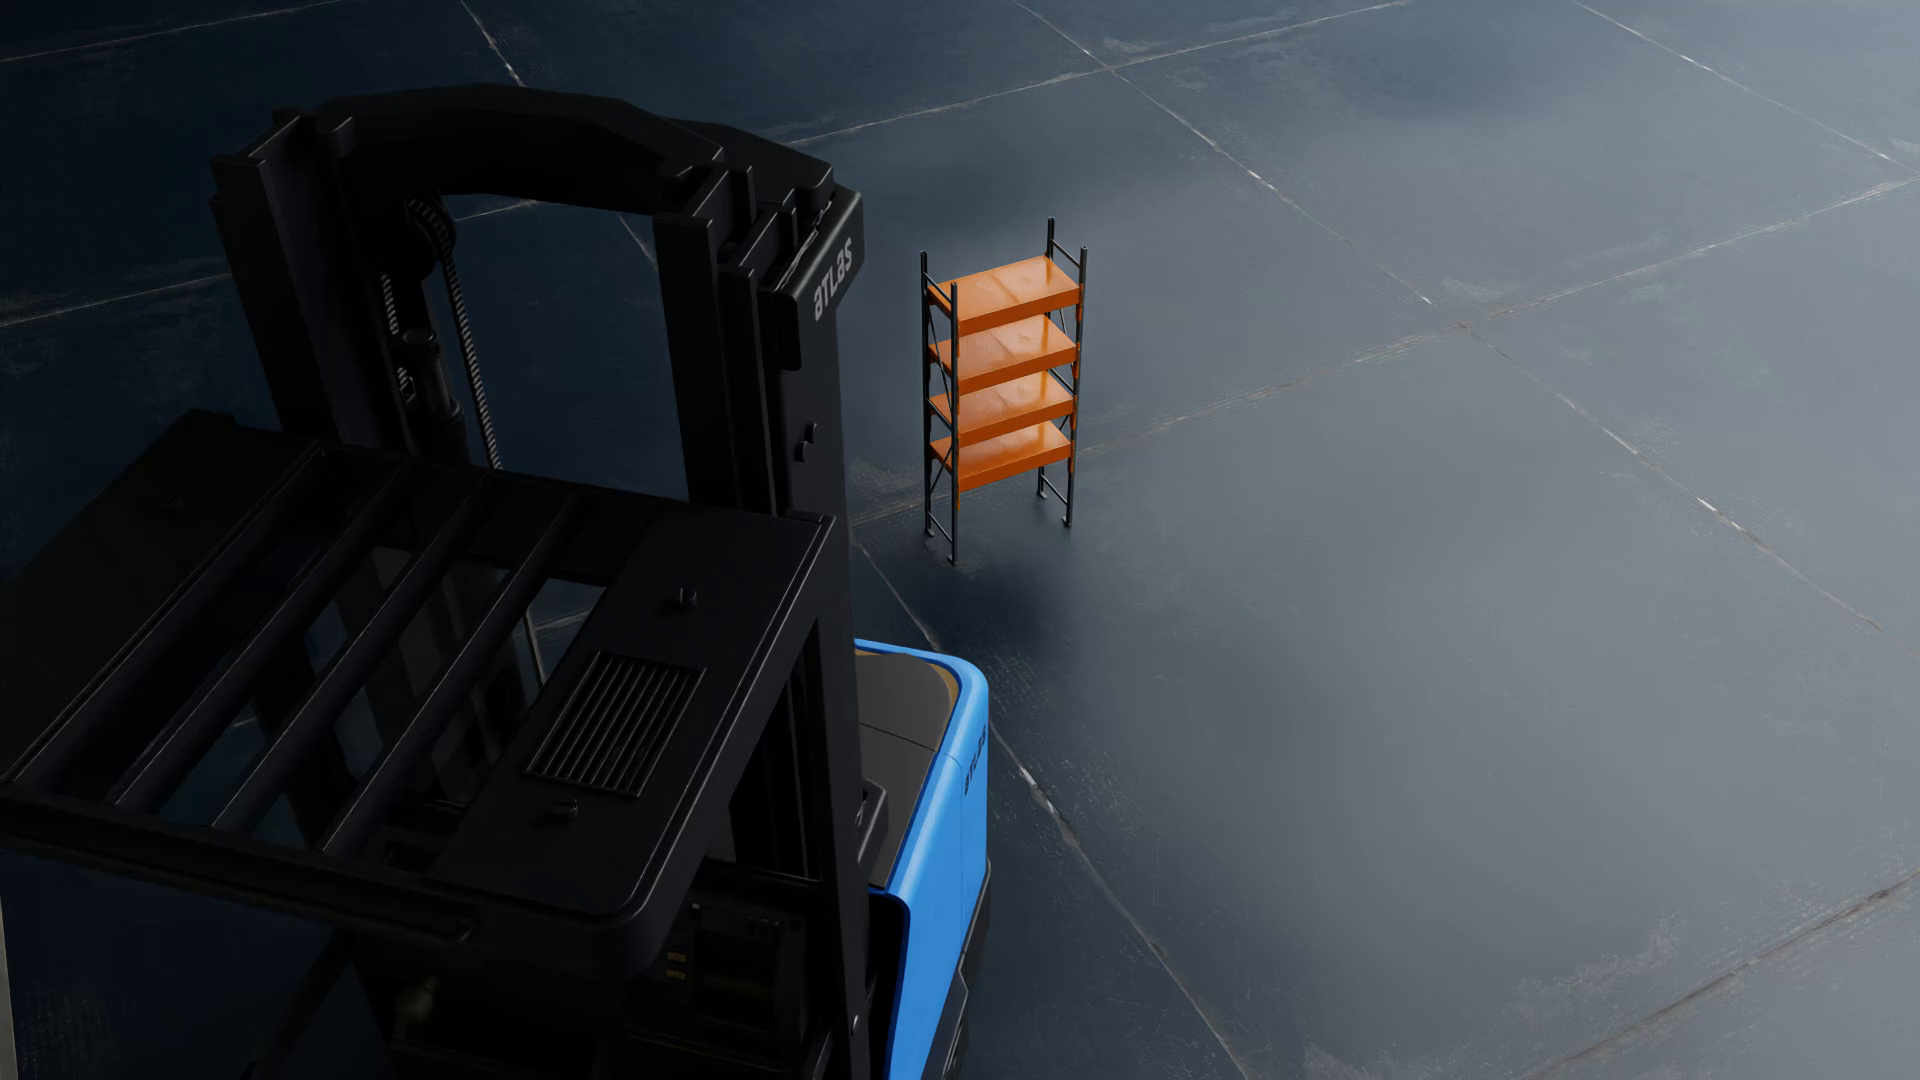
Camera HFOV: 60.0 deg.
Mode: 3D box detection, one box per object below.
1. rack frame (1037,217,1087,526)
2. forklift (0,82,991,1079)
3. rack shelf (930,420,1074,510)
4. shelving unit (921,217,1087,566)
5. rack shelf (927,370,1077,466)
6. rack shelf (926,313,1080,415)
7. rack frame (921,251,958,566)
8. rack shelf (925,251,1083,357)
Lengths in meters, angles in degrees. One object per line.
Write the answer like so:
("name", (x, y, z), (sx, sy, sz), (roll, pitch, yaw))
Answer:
("rack frame", (0.363, -0.580, 6.007), (0.015, 1.200, 0.240), (-19, 44, -21))
("forklift", (-0.782, 0.851, 2.976), (1.130, 2.935, 3.031), (10, 41, 11))
("rack shelf", (0.147, -0.304, 6.092), (0.480, 0.148, 0.258), (-19, 44, -21))
("shelving unit", (0.147, -0.507, 5.921), (0.503, 1.200, 0.258), (-19, 44, -21))
("rack shelf", (0.147, -0.456, 5.964), (0.480, 0.148, 0.258), (-19, 44, -21))
("rack shelf", (0.147, -0.627, 5.820), (0.480, 0.148, 0.258), (-19, 44, -21))
("rack frame", (-0.070, -0.435, 5.835), (0.015, 1.200, 0.240), (-19, 44, -21))
("rack shelf", (0.147, -0.807, 5.667), (0.480, 0.148, 0.258), (-19, 44, -21))
